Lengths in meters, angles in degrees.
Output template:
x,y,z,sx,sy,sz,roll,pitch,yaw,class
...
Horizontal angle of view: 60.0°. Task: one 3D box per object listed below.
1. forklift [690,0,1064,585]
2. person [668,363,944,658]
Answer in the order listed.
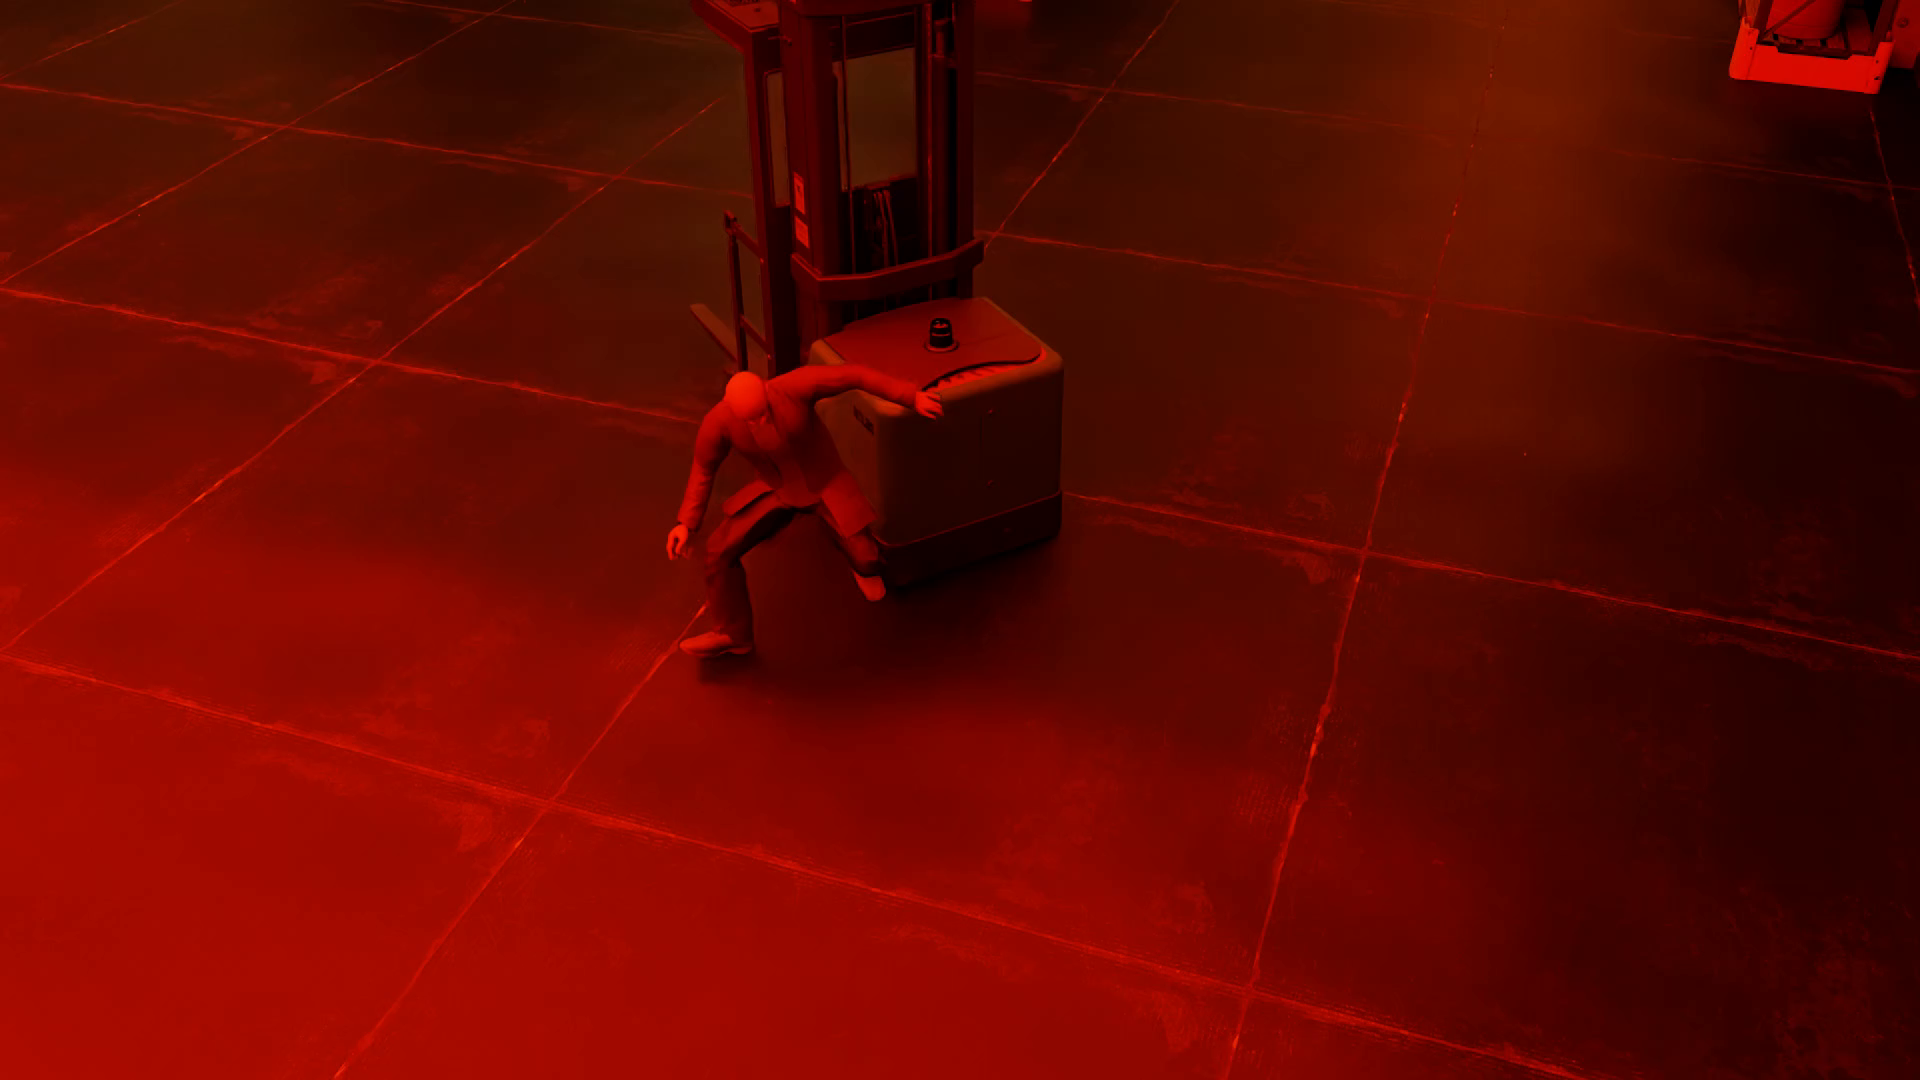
x,y,z,sx,sy,sz,roll,pitch,yaw,class
-0.641,-1.802,8.652,1.130,2.935,3.031,-18,39,-24,forklift
-0.695,-0.194,7.641,1.231,1.508,0.787,2,35,3,person
